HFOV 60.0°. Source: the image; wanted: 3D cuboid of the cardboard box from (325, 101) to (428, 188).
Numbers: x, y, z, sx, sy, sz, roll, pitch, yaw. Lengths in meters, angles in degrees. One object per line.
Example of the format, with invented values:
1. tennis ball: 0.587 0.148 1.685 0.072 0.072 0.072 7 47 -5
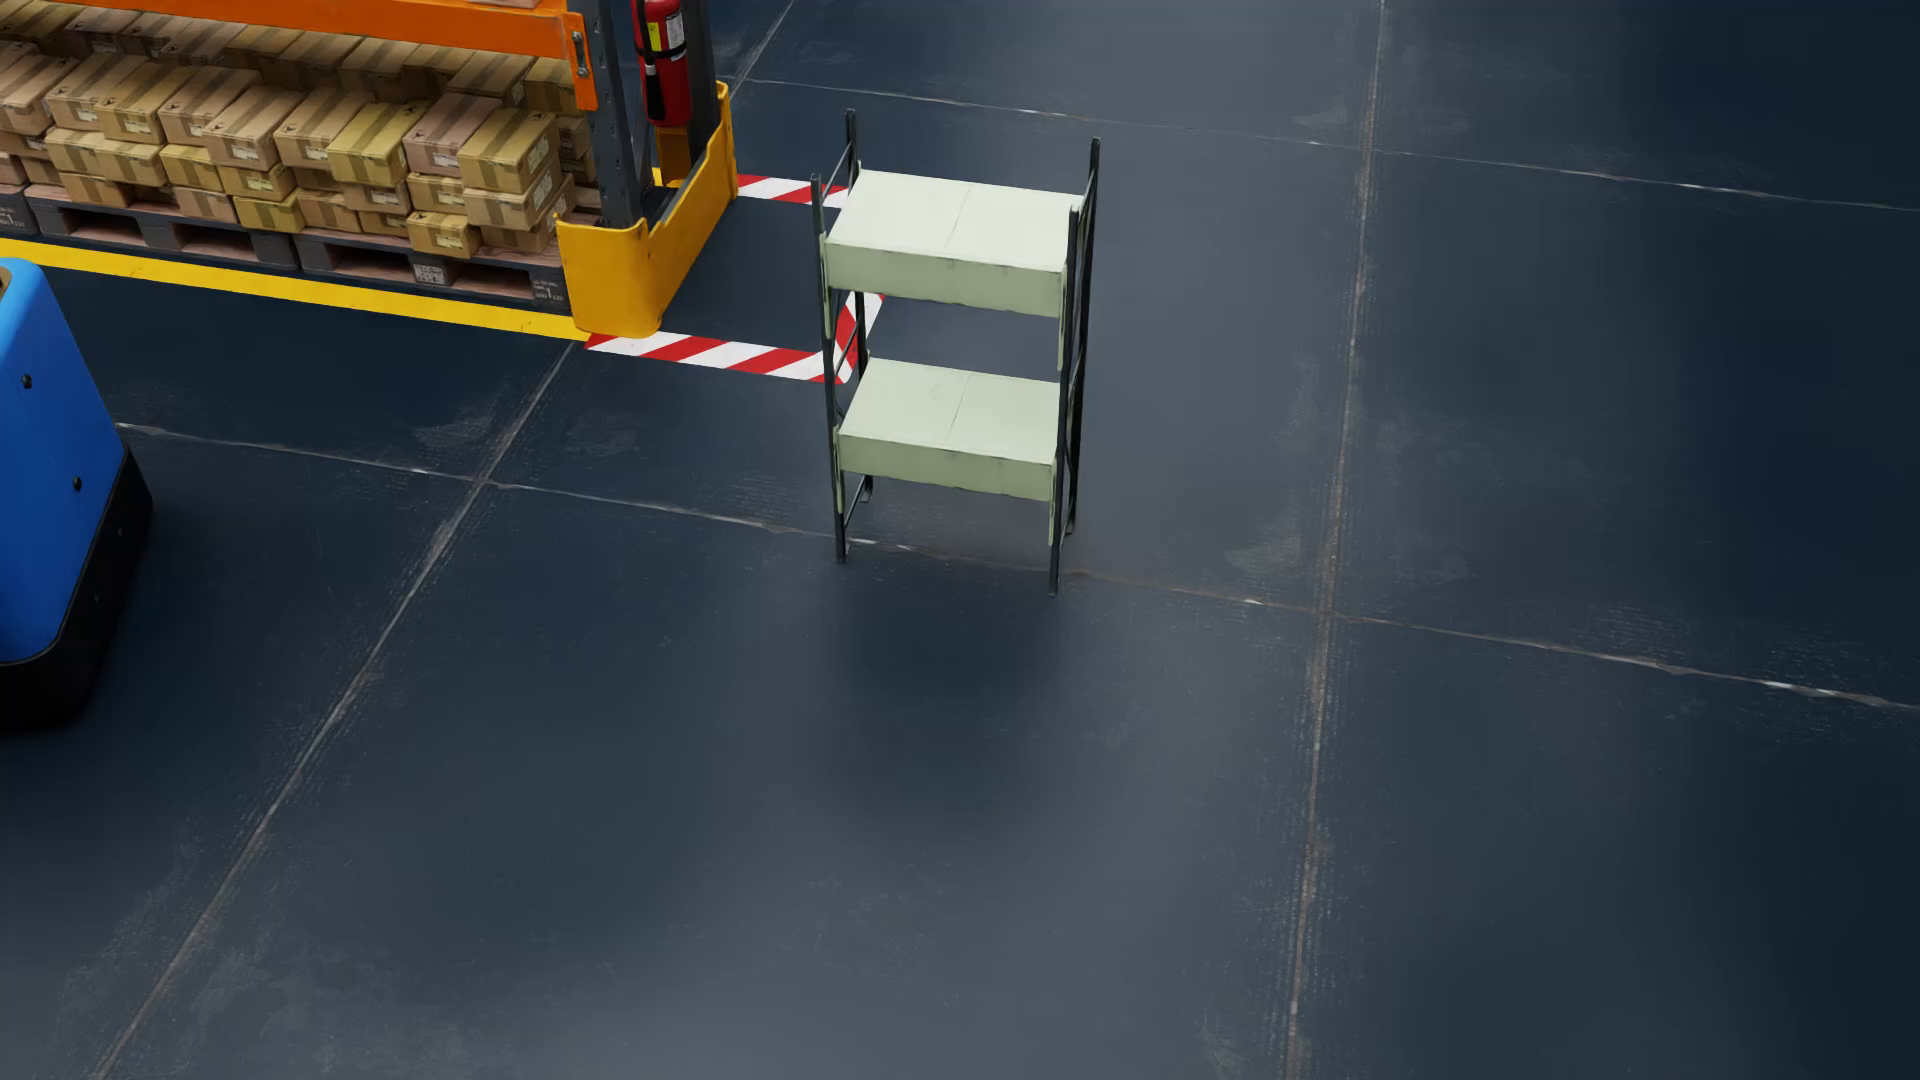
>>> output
1. cardboard box: -2.271 -1.554 6.526 0.250 0.149 0.380 8 44 8

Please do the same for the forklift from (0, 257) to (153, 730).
1. forklift: -4.258 -0.712 4.376 3.031 2.935 1.130 -5 44 -5

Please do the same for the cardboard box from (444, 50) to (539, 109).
1. cardboard box: -1.919 -1.885 6.869 0.250 0.149 0.380 10 45 10

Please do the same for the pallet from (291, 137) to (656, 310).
1. pallet: -2.045 -1.431 7.084 1.213 0.211 1.003 9 45 9

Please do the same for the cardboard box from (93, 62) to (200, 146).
1. cardboard box: -3.279 -1.775 6.755 0.250 0.149 0.380 9 45 9

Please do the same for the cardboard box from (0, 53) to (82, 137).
1. cardboard box: -3.795 -1.824 6.806 0.250 0.149 0.380 10 45 10

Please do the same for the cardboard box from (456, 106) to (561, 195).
1. cardboard box: -1.758 -1.524 6.494 0.250 0.149 0.380 9 45 10

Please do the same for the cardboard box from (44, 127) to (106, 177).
1. cardboard box: -3.535 -1.671 6.861 0.250 0.149 0.380 9 45 9

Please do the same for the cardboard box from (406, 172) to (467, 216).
1. cardboard box: -2.007 -1.471 6.654 0.250 0.149 0.380 8 44 8

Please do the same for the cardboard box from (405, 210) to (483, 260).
1. cardboard box: -2.019 -1.310 6.701 0.250 0.149 0.380 10 45 10

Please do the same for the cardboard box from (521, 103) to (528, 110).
1. cardboard box: -1.896 -1.841 7.038 0.250 0.149 0.380 9 45 9

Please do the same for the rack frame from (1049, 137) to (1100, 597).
1. rack frame: 0.351 -0.486 5.173 0.023 1.500 0.400 9 45 9

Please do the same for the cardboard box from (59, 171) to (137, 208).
1. cardboard box: -3.529 -1.565 6.966 0.250 0.149 0.380 8 44 8

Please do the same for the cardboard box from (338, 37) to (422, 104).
1. cardboard box: -2.397 -1.991 6.980 0.250 0.149 0.380 7 44 7

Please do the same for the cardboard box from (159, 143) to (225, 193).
1. cardboard box: -3.025 -1.593 6.781 0.250 0.149 0.380 11 45 11

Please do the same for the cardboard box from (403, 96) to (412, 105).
1. cardboard box: -2.381 -1.930 7.131 0.250 0.149 0.380 10 45 10

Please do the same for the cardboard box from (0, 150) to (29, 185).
1. cardboard box: -4.032 -1.687 7.092 0.250 0.149 0.380 8 44 8

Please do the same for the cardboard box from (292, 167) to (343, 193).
1. cardboard box: -2.511 -1.583 6.770 0.250 0.149 0.380 8 45 9

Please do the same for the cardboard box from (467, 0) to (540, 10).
1. cardboard box: -1.566 -2.044 5.892 0.250 0.149 0.380 9 45 9

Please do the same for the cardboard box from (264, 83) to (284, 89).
1. cardboard box: -2.935 -1.919 7.119 0.250 0.149 0.380 11 45 11

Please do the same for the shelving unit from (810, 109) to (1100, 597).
1. shelving unit: -0.007 -0.541 5.231 0.755 1.500 0.431 9 45 9

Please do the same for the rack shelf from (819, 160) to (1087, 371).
1. rack shelf: -0.007 -0.823 4.960 0.720 0.370 0.431 9 45 9

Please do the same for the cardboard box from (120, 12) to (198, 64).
1. cardboard box: -3.397 -2.195 7.192 0.250 0.149 0.380 7 44 8

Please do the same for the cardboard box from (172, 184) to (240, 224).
1. cardboard box: -3.026 -1.488 6.886 0.250 0.149 0.380 10 45 10

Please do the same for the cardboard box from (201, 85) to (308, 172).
1. cardboard box: -2.784 -1.639 6.614 0.250 0.149 0.380 10 45 11

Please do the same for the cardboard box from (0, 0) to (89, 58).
1. cardboard box: -3.947 -2.206 7.203 0.250 0.149 0.380 10 45 10

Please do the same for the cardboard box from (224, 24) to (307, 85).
1. cardboard box: -2.912 -2.110 7.104 0.250 0.149 0.380 9 45 10

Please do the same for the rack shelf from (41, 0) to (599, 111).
1. rack shelf: -3.138 -2.320 6.517 4.000 0.370 1.077 9 45 9

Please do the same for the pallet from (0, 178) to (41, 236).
1. pallet: -4.427 -1.800 7.468 1.213 0.211 1.003 9 45 9

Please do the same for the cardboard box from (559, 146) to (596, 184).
1. cardboard box: -1.628 -1.697 7.103 0.250 0.149 0.380 10 45 10

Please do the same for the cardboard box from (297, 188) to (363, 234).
1. cardboard box: -2.501 -1.437 6.833 0.250 0.149 0.380 9 45 9

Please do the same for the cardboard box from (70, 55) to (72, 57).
1. cardboard box: -3.958 -2.116 7.324 0.250 0.149 0.380 9 45 9

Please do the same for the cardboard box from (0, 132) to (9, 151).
1. cardboard box: -4.031 -1.809 7.005 0.250 0.149 0.380 7 44 7
